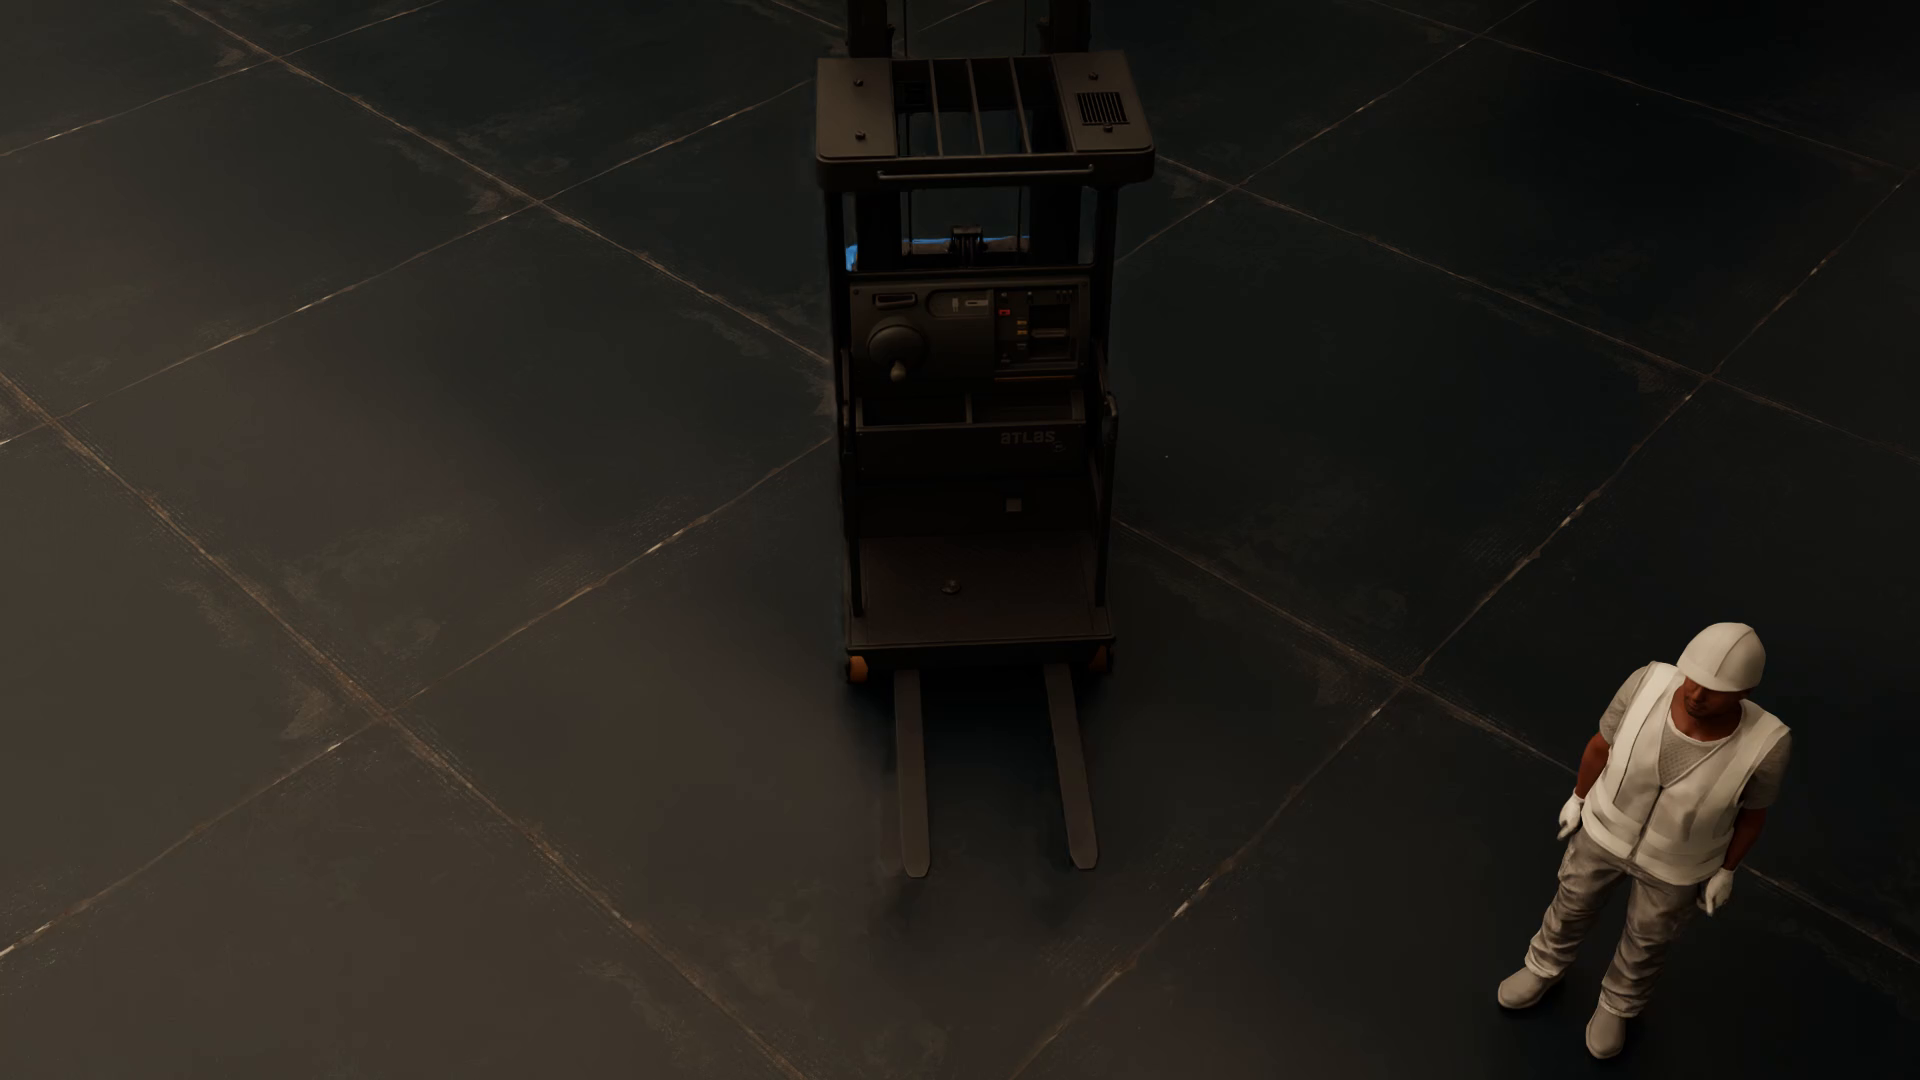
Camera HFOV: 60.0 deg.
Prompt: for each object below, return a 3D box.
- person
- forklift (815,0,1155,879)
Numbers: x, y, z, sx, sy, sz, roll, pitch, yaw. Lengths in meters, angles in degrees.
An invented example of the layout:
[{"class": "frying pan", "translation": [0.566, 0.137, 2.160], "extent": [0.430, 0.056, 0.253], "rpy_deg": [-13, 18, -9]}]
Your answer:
[{"class": "person", "translation": [2.149, 0.947, 5.203], "extent": [0.549, 1.790, 0.369], "rpy_deg": [28, 48, 29]}, {"class": "forklift", "translation": [0.057, -0.735, 6.285], "extent": [1.130, 2.935, 3.031], "rpy_deg": [-2, 41, -3]}]
